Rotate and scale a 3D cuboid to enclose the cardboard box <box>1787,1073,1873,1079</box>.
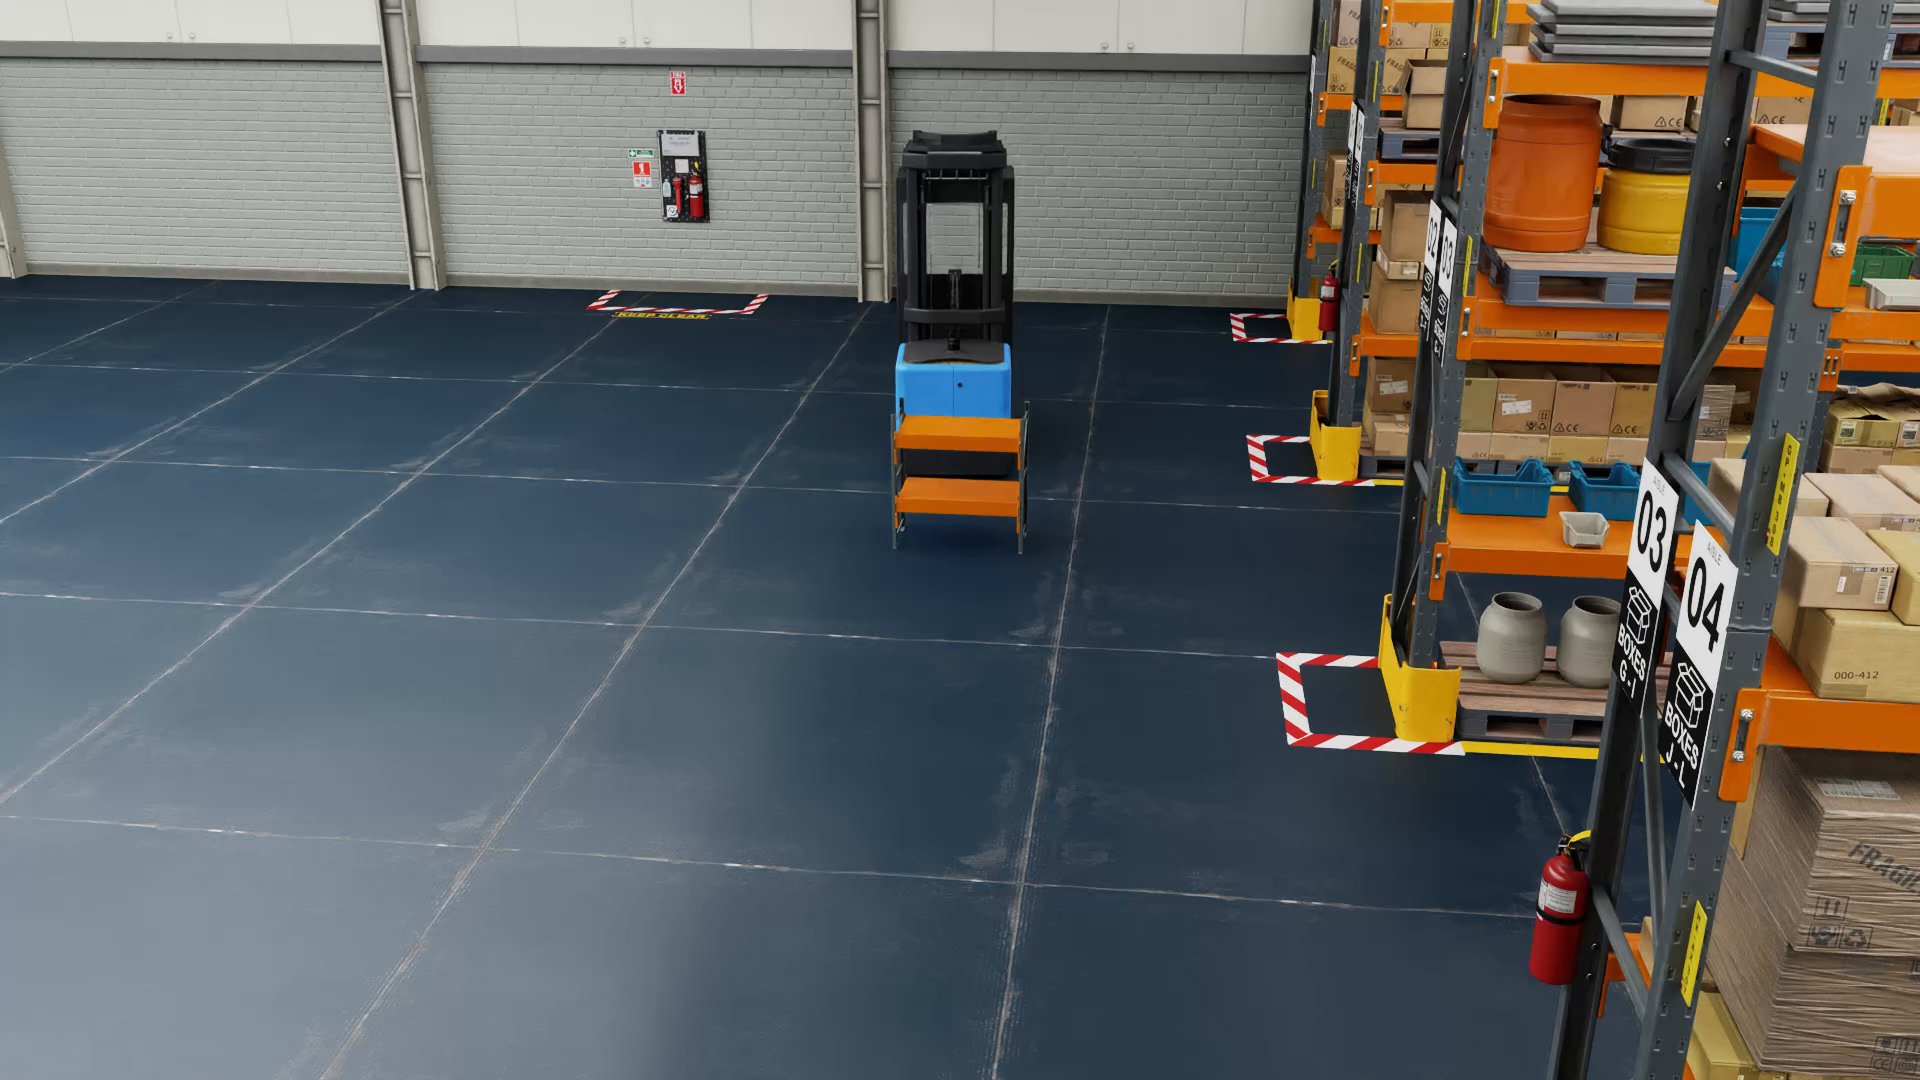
[{"bbox_3d":[2.822,1.712,5.531,0.250,0.149,0.380,2,22,6],"label":"cardboard box"}]

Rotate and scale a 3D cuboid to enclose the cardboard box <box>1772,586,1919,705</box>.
[{"bbox_3d":[2.769,0.268,4.966,0.500,0.250,0.500,3,22,8],"label":"cardboard box"}]

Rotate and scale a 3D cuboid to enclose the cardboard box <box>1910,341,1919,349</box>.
[{"bbox_3d":[8.319,-1.736,14.252,0.250,0.149,0.380,2,22,6],"label":"cardboard box"}]

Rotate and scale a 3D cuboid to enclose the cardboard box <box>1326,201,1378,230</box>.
[{"bbox_3d":[4.517,-3.750,19.182,0.500,0.250,0.500,2,22,5],"label":"cardboard box"}]

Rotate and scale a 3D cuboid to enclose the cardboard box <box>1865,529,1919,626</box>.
[{"bbox_3d":[2.813,0.110,4.823,0.250,0.149,0.380,3,22,7],"label":"cardboard box"}]

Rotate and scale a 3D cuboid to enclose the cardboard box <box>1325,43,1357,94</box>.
[{"bbox_3d":[4.373,-5.292,18.663,0.500,0.500,0.500,3,22,8],"label":"cardboard box"}]

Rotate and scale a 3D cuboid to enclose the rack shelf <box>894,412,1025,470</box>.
[{"bbox_3d":[0.007,-0.795,13.284,1.000,0.278,0.538,2,22,6],"label":"rack shelf"}]

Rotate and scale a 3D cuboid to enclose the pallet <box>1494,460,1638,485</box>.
[{"bbox_3d":[5.463,-0.770,15.261,1.213,0.211,1.003,2,22,6],"label":"pallet"}]

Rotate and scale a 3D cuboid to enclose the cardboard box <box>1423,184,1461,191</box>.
[{"bbox_3d":[5.511,-4.056,18.935,0.500,0.500,0.500,2,22,5],"label":"cardboard box"}]

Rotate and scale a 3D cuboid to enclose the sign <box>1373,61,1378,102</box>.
[{"bbox_3d":[3.419,-3.775,13.691,0.005,0.325,0.100,2,22,6],"label":"sign"}]

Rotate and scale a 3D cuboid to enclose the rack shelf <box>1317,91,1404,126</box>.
[{"bbox_3d":[6.056,-4.921,18.866,4.000,0.370,1.077,2,22,6],"label":"rack shelf"}]

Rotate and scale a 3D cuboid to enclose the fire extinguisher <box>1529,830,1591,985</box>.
[{"bbox_3d":[2.262,1.341,6.234,0.183,0.674,0.296,2,22,6],"label":"fire extinguisher"}]

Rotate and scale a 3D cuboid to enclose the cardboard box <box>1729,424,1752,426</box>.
[{"bbox_3d":[7.038,-1.013,15.251,0.500,0.250,0.500,2,22,6],"label":"cardboard box"}]

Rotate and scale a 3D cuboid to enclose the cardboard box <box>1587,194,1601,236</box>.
[{"bbox_3d":[5.526,-2.697,14.442,0.500,0.500,0.700,3,22,6],"label":"cardboard box"}]

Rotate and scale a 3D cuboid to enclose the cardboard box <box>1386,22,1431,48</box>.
[{"bbox_3d":[4.916,-5.718,18.379,0.500,0.500,0.500,2,22,6],"label":"cardboard box"}]

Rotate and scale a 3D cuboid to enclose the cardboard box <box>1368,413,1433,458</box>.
[{"bbox_3d":[3.997,-0.951,15.094,0.500,0.250,0.500,2,22,6],"label":"cardboard box"}]

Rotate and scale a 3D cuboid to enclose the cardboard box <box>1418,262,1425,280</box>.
[{"bbox_3d":[4.118,-2.381,14.524,0.250,0.149,0.380,2,22,5],"label":"cardboard box"}]

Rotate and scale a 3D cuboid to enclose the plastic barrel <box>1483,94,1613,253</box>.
[{"bbox_3d":[3.402,-2.146,9.712,0.708,0.830,0.600,2,22,6],"label":"plastic barrel"}]

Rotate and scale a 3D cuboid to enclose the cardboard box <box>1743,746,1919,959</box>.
[{"bbox_3d":[2.835,0.951,5.213,0.500,0.500,0.500,2,22,6],"label":"cardboard box"}]

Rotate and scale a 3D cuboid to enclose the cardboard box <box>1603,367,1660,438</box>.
[{"bbox_3d":[5.985,-1.217,14.748,0.500,0.500,0.500,2,22,6],"label":"cardboard box"}]

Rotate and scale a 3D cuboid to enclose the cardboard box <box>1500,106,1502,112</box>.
[{"bbox_3d":[4.638,-3.562,14.030,0.250,0.149,0.380,2,22,6],"label":"cardboard box"}]

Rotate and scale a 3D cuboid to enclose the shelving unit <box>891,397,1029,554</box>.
[{"bbox_3d":[0.007,-0.523,13.392,1.048,1.125,0.538,2,22,6],"label":"shelving unit"}]

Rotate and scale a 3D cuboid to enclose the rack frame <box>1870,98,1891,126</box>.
[{"bbox_3d":[7.463,-4.756,13.389,0.127,3.000,1.000,2,22,6],"label":"rack frame"}]

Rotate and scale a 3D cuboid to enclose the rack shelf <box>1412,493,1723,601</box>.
[{"bbox_3d":[4.890,0.091,10.269,4.000,0.370,1.077,2,22,6],"label":"rack shelf"}]

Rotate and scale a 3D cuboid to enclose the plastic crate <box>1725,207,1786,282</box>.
[{"bbox_3d":[4.833,-1.745,9.876,0.575,0.384,0.392,2,22,6],"label":"plastic crate"}]

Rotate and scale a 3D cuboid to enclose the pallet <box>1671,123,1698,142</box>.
[{"bbox_3d":[6.613,-3.347,14.026,1.213,0.211,1.003,2,22,6],"label":"pallet"}]

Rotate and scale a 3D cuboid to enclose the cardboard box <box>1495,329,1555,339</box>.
[{"bbox_3d":[4.967,-2.116,14.735,0.500,0.500,0.700,3,22,7],"label":"cardboard box"}]

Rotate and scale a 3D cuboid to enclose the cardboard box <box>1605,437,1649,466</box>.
[{"bbox_3d":[5.983,-0.864,14.874,0.500,0.250,0.500,2,22,6],"label":"cardboard box"}]

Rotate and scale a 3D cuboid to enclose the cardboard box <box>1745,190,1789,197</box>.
[{"bbox_3d":[9.098,-3.964,18.812,0.500,0.500,0.700,5,22,12],"label":"cardboard box"}]

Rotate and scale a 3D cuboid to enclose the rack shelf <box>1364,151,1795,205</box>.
[{"bbox_3d":[5.477,-3.113,14.291,4.000,0.370,1.077,2,22,6],"label":"rack shelf"}]

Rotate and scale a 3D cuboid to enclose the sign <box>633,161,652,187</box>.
[{"bbox_3d":[-4.078,-4.692,21.338,0.234,0.329,0.001,2,22,6],"label":"sign"}]

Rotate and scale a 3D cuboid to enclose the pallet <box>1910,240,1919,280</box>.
[{"bbox_3d":[6.148,-1.460,9.390,1.003,0.211,1.213,2,22,6],"label":"pallet"}]

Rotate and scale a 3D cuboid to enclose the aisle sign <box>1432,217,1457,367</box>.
[{"bbox_3d":[2.798,-1.435,9.615,0.004,0.787,0.394,2,22,6],"label":"aisle sign"}]

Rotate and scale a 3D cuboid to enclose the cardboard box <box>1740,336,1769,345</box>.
[{"bbox_3d":[7.022,-2.029,14.516,0.500,0.500,0.700,2,22,5],"label":"cardboard box"}]

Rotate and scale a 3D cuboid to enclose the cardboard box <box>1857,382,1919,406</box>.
[{"bbox_3d":[8.416,-1.210,14.986,0.500,0.311,0.500,3,22,8],"label":"cardboard box"}]

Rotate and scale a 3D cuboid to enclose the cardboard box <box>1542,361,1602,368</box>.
[{"bbox_3d":[5.549,-1.429,15.284,0.500,0.500,0.500,2,22,6],"label":"cardboard box"}]

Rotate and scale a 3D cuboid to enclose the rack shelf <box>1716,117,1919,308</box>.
[{"bbox_3d":[4.307,-0.889,4.592,4.000,0.370,1.077,2,22,6],"label":"rack shelf"}]

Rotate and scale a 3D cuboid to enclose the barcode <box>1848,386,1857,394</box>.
[{"bbox_3d":[7.667,-1.291,14.281,0.075,0.075,0.001,2,22,6],"label":"barcode"}]

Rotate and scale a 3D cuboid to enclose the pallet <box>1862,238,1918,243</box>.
[{"bbox_3d":[10.044,-3.583,18.843,1.213,0.211,1.003,2,22,6],"label":"pallet"}]

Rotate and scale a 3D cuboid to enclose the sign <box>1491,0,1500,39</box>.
[{"bbox_3d":[2.835,-2.822,8.783,0.005,0.325,0.100,2,22,6],"label":"sign"}]

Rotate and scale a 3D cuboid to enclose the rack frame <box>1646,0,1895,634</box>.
[{"bbox_3d":[2.321,-1.312,4.678,0.127,3.000,1.000,2,22,6],"label":"rack frame"}]

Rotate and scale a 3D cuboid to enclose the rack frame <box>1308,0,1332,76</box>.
[{"bbox_3d":[4.070,-6.737,18.402,0.127,3.000,1.000,2,22,6],"label":"rack frame"}]

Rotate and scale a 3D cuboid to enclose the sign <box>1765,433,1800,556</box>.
[{"bbox_3d":[2.257,-0.125,4.568,0.005,0.325,0.100,2,22,6],"label":"sign"}]

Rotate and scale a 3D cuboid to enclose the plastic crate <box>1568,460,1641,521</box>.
[{"bbox_3d":[4.081,-0.319,10.528,0.408,0.251,0.499,2,22,6],"label":"plastic crate"}]

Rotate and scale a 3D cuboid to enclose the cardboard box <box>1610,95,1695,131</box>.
[{"bbox_3d":[5.842,-3.786,14.115,0.637,0.503,0.797,5,22,12],"label":"cardboard box"}]

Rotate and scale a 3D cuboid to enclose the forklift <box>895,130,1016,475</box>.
[{"bbox_3d":[-0.040,-2.434,15.770,1.130,2.935,3.031,0,22,1],"label":"forklift"}]

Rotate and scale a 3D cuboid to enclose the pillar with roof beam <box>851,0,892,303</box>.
[{"bbox_3d":[-1.598,-5.711,15.805,0.400,9.000,9.100,2,22,6],"label":"pillar with roof beam"}]
